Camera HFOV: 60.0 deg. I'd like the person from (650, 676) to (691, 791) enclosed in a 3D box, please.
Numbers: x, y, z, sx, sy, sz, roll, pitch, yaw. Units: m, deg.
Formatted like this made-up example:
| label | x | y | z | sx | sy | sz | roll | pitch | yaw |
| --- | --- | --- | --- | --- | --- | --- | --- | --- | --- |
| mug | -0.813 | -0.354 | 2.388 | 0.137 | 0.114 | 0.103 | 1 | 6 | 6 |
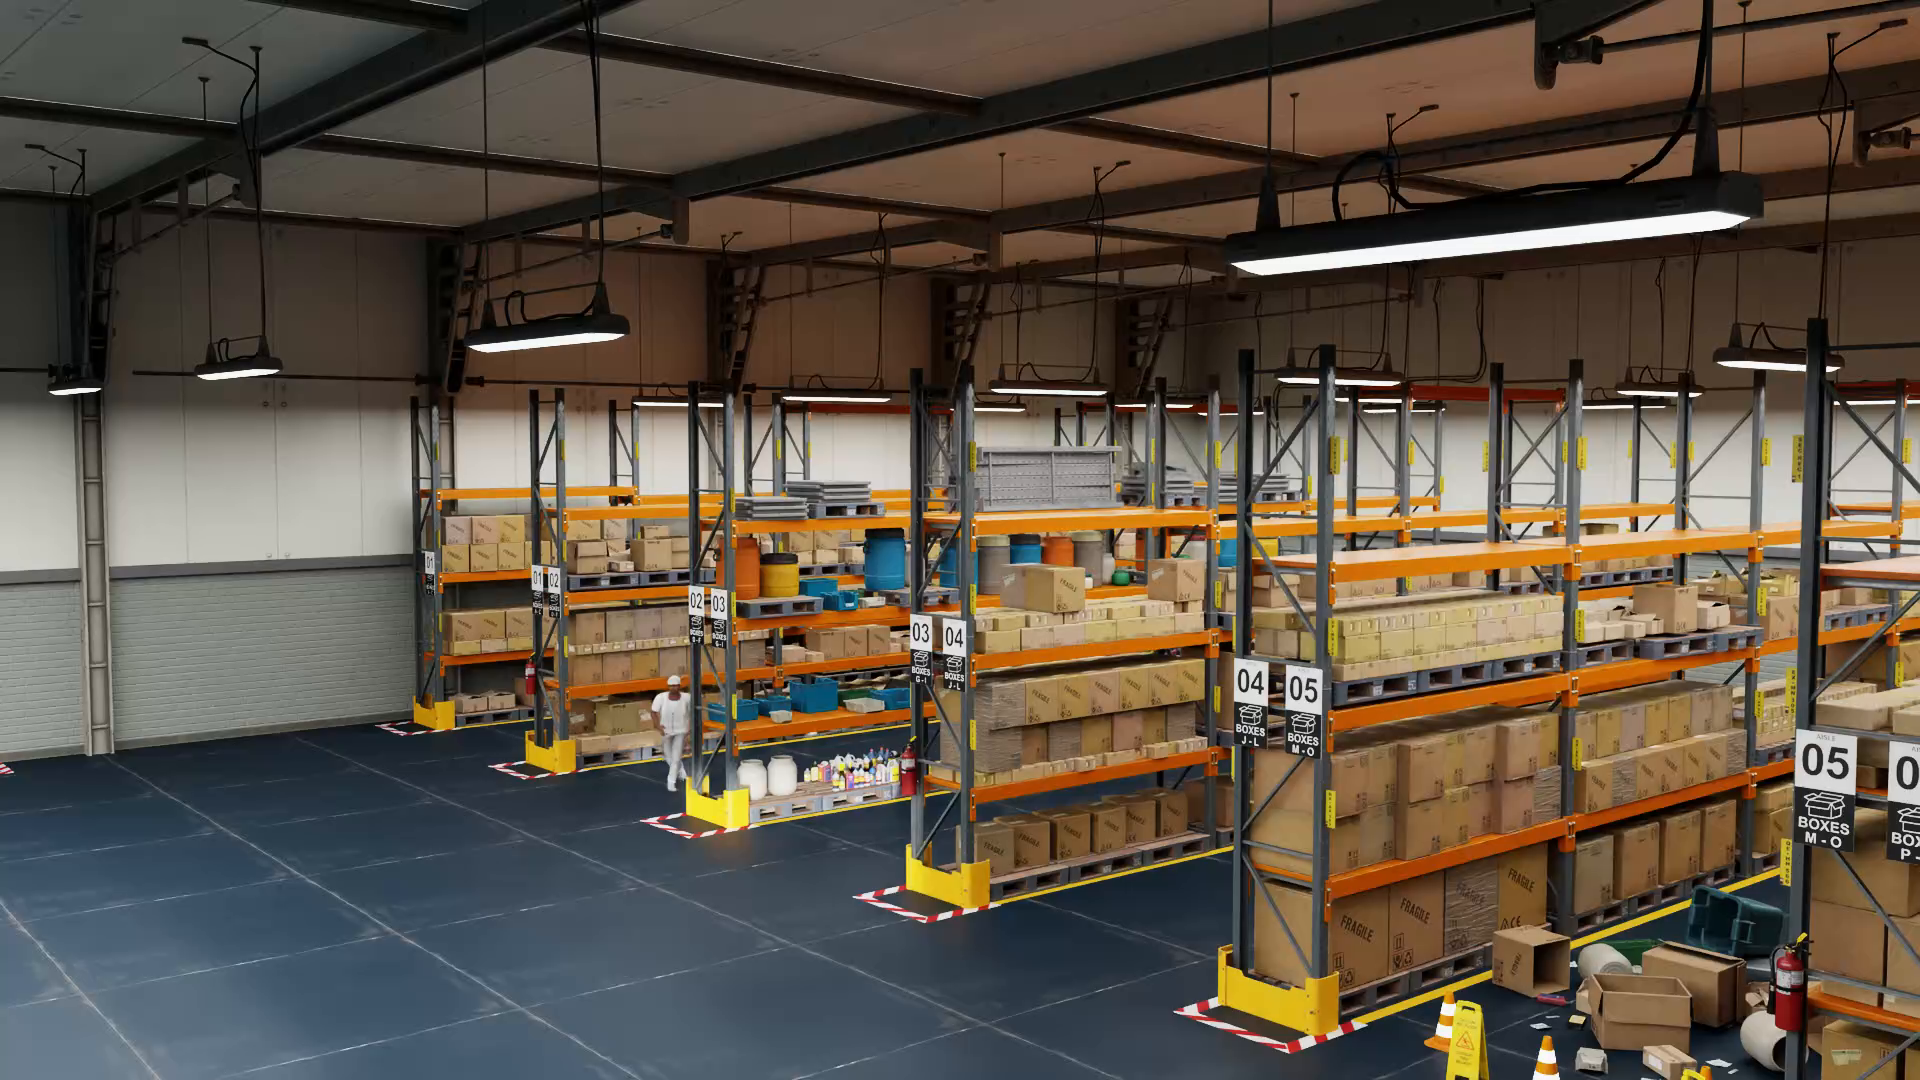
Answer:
| label | x | y | z | sx | sy | sz | roll | pitch | yaw |
| --- | --- | --- | --- | --- | --- | --- | --- | --- | --- |
| person | -4.256 | 2.853 | 24.820 | 0.688 | 1.714 | 0.669 | 0 | 3 | 1 |
